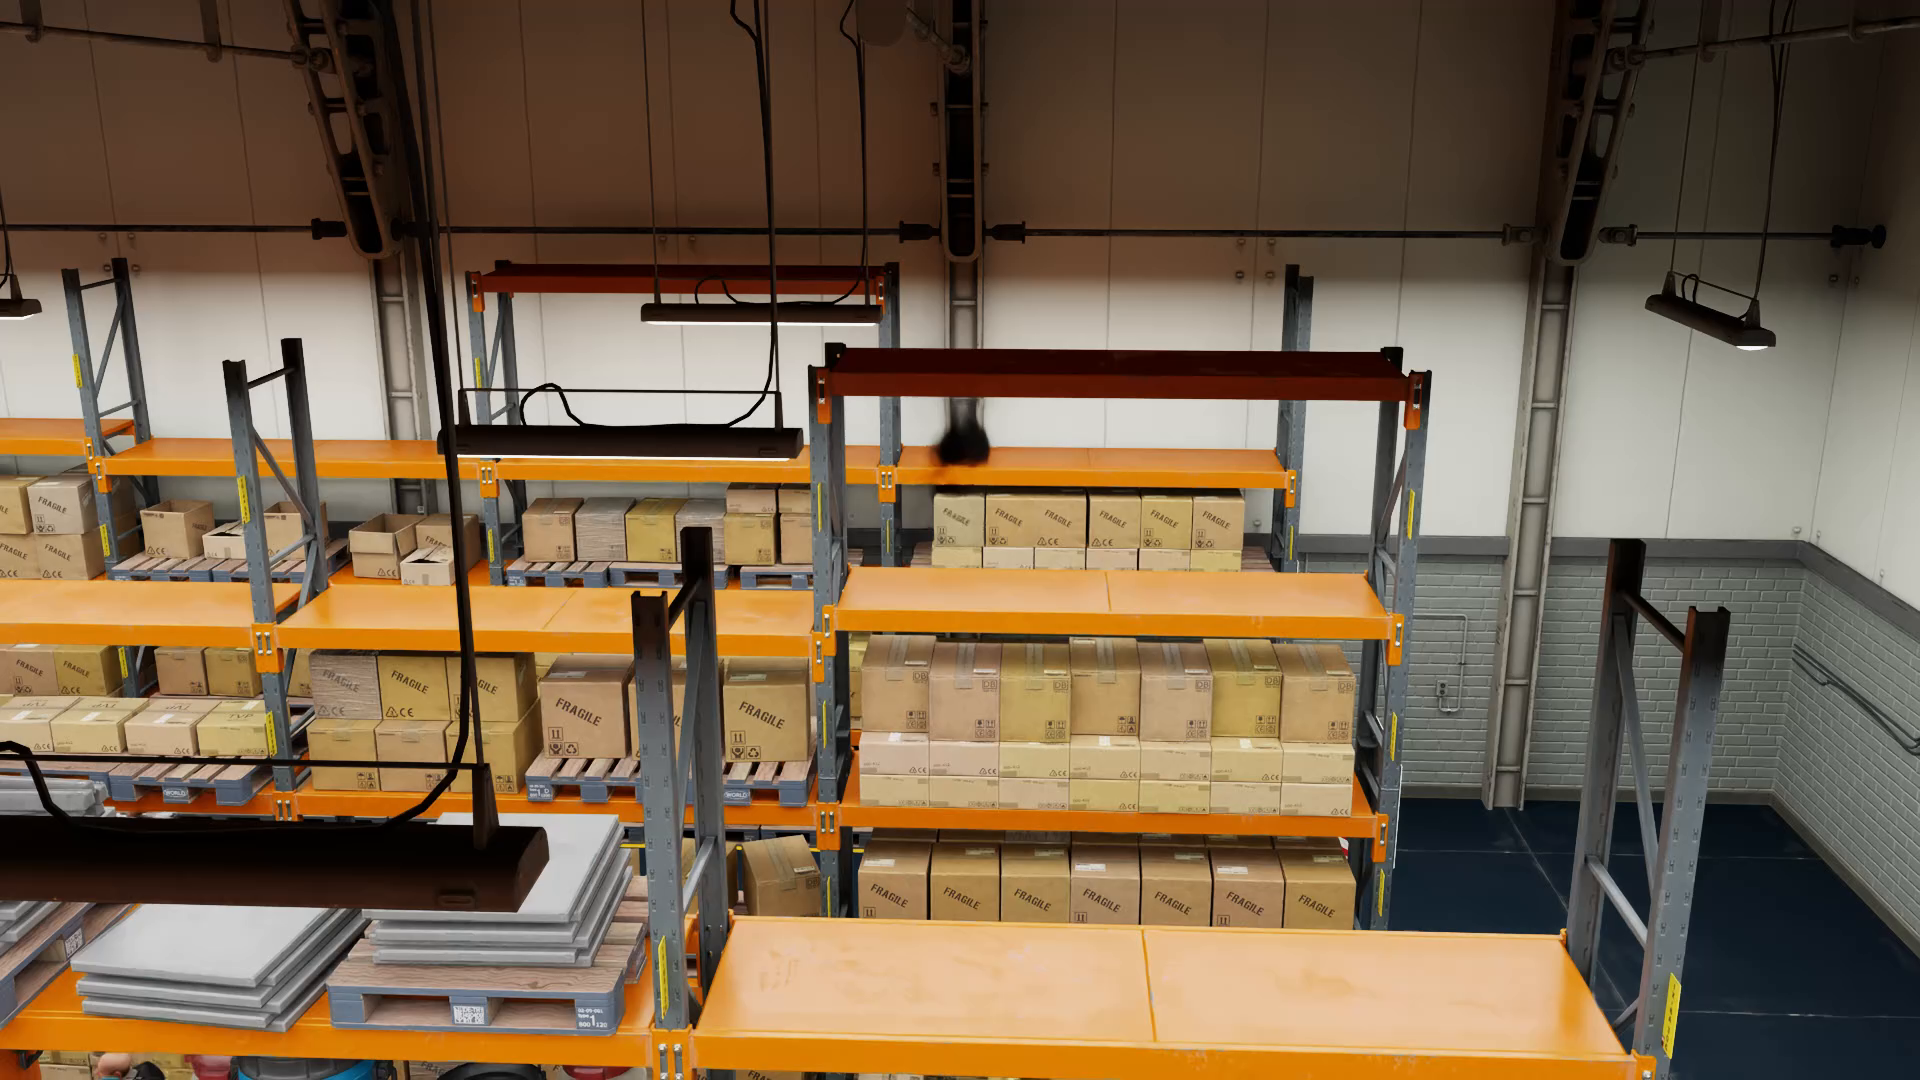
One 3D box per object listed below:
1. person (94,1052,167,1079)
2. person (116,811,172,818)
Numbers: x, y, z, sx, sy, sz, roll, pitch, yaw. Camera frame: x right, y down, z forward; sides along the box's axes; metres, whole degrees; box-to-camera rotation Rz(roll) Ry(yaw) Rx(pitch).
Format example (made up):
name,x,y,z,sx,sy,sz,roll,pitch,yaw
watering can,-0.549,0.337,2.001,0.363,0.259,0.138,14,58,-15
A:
name,x,y,z,sx,sy,sz,roll,pitch,yaw
person,-5.486,4.170,11.364,0.853,1.656,0.718,4,17,14
person,-7.932,2.751,16.134,0.714,1.716,0.786,13,21,39
